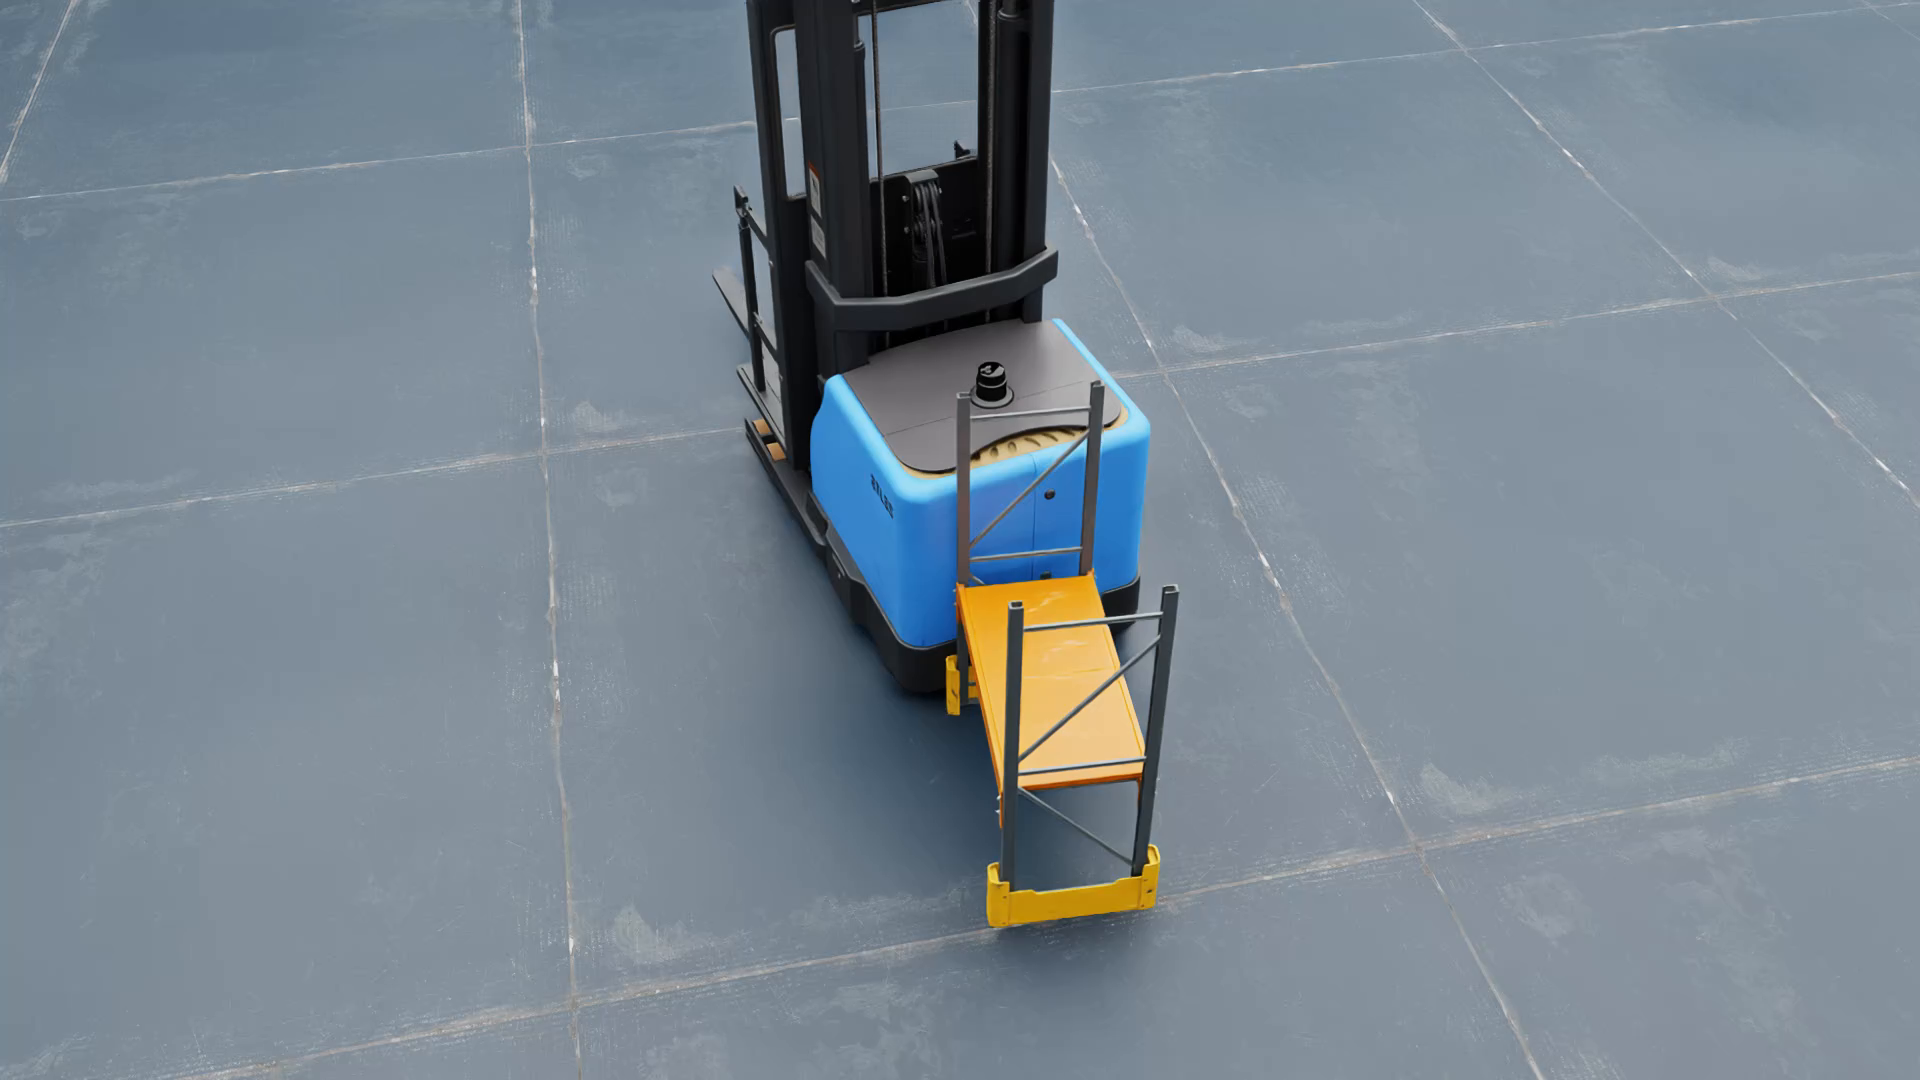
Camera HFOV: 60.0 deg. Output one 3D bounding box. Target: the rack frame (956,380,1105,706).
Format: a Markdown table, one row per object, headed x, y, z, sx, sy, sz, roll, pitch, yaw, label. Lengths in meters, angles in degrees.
| x | y | z | sx | sy | sz | roll | pitch | yaw | label |
| --- | --- | --- | --- | --- | --- | --- | --- | --- | --- |
| 0.237 | 0.057 | 6.056 | 0.500 | 1.500 | 0.032 | -6 | 42 | -6 | rack frame |

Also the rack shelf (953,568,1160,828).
| x | y | z | sx | sy | sz | roll | pitch | yaw | label |
| --- | --- | --- | --- | --- | --- | --- | --- | --- | --- |
| 0.312 | 0.525 | 5.800 | 0.538 | 0.185 | 1.000 | -6 | 42 | -6 | rack shelf |

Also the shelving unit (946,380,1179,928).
| x | y | z | sx | sy | sz | roll | pitch | yaw | label |
| --- | --- | --- | --- | --- | --- | --- | --- | --- | --- |
| 0.314 | 0.396 | 5.674 | 0.587 | 1.500 | 1.083 | -6 | 42 | -6 | shelving unit |

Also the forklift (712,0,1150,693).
| x | y | z | sx | sy | sz | roll | pitch | yaw | label |
| --- | --- | --- | --- | --- | --- | --- | --- | --- | --- |
| -0.339 | -1.484 | 6.714 | 1.130 | 2.935 | 3.031 | -16 | 44 | -18 | forklift |

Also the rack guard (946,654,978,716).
| x | y | z | sx | sy | sz | roll | pitch | yaw | label |
| --- | --- | --- | --- | --- | --- | --- | --- | --- | --- |
| 0.240 | 0.537 | 6.457 | 0.587 | 0.250 | 0.087 | -6 | 42 | -6 | rack guard |

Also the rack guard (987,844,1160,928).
| x | y | z | sx | sy | sz | roll | pitch | yaw | label |
| --- | --- | --- | --- | --- | --- | --- | --- | --- | --- |
| 0.387 | 1.191 | 5.720 | 0.587 | 0.250 | 0.087 | -6 | 42 | -6 | rack guard |

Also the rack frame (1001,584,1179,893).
| x | y | z | sx | sy | sz | roll | pitch | yaw | label |
| --- | --- | --- | --- | --- | --- | --- | --- | --- | --- |
| 0.387 | 0.724 | 5.304 | 0.500 | 1.500 | 0.032 | -6 | 42 | -6 | rack frame |
